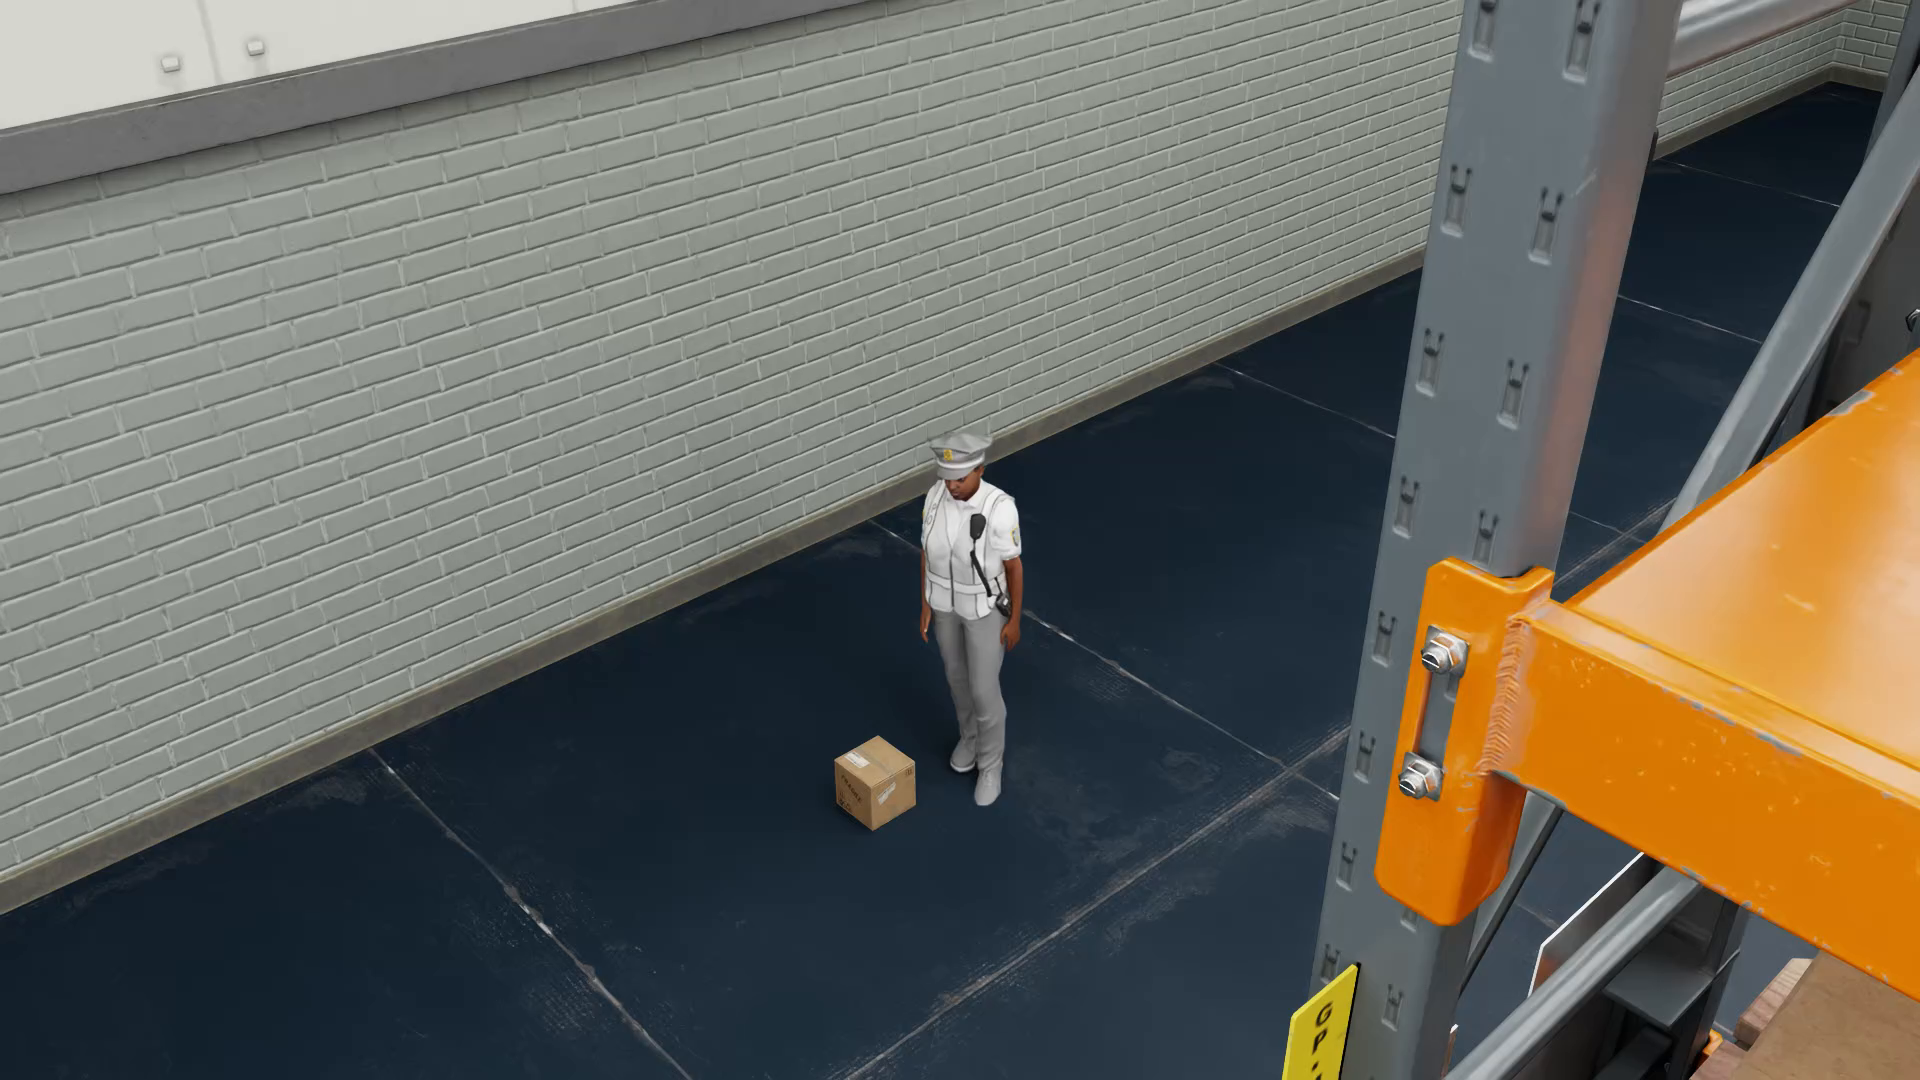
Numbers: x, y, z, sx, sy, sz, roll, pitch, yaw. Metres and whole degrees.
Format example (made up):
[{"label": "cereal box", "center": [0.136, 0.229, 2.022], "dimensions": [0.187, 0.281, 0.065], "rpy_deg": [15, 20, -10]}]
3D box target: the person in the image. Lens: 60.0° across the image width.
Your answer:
[{"label": "person", "center": [0.027, 0.332, 7.118], "dimensions": [0.467, 1.723, 0.416], "rpy_deg": [17, 36, 25]}]
